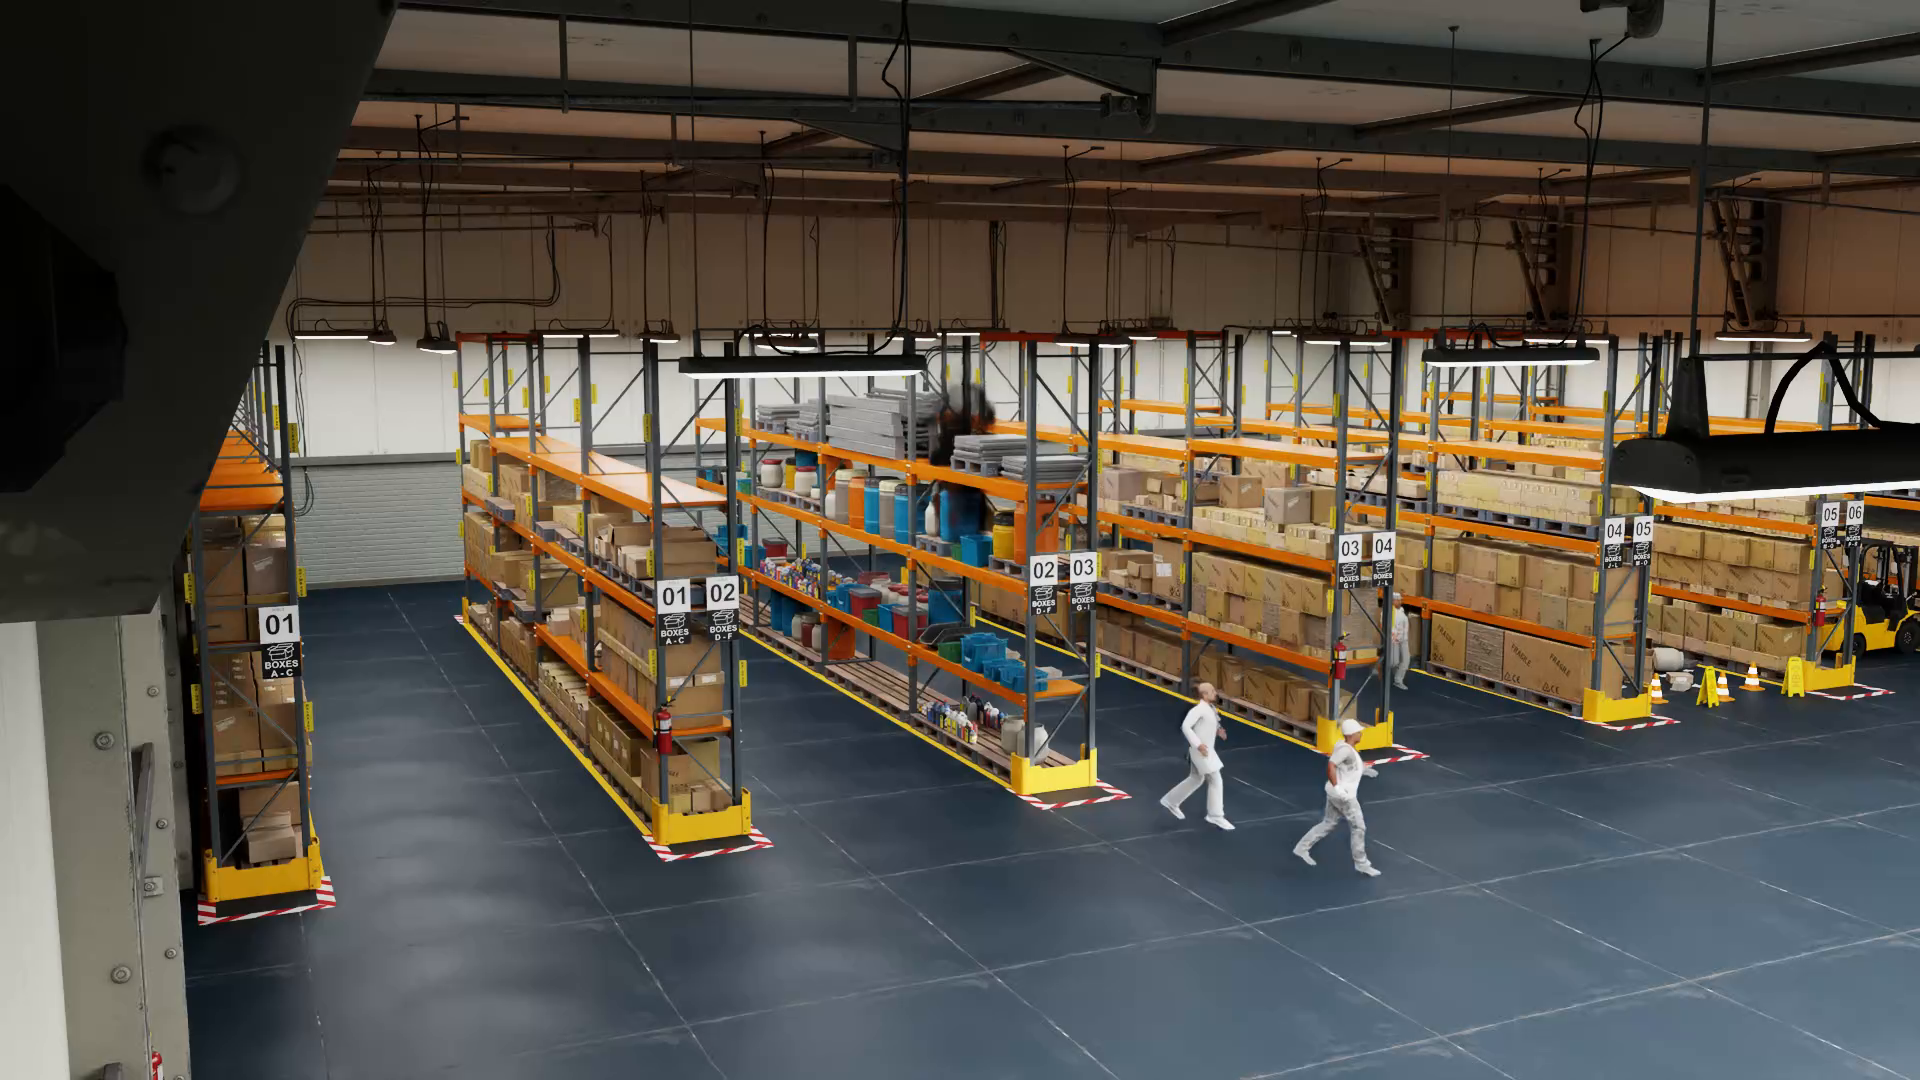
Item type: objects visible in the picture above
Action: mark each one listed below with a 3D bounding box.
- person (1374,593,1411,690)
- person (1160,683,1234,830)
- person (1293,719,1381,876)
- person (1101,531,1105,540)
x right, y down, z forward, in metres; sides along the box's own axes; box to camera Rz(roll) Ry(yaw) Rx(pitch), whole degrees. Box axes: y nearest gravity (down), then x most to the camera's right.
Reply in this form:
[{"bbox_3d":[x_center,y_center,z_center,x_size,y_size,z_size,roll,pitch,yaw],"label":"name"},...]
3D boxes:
[{"bbox_3d":[7.418,1.708,28.485,0.589,1.643,0.685,-5,9,-33],"label":"person"},{"bbox_3d":[2.969,2.664,20.732,0.939,1.817,0.718,1,8,10],"label":"person"},{"bbox_3d":[4.300,2.912,18.887,0.982,1.796,0.625,0,8,0],"label":"person"},{"bbox_3d":[3.383,-0.141,42.030,0.738,1.618,0.879,-2,8,-12],"label":"person"}]
